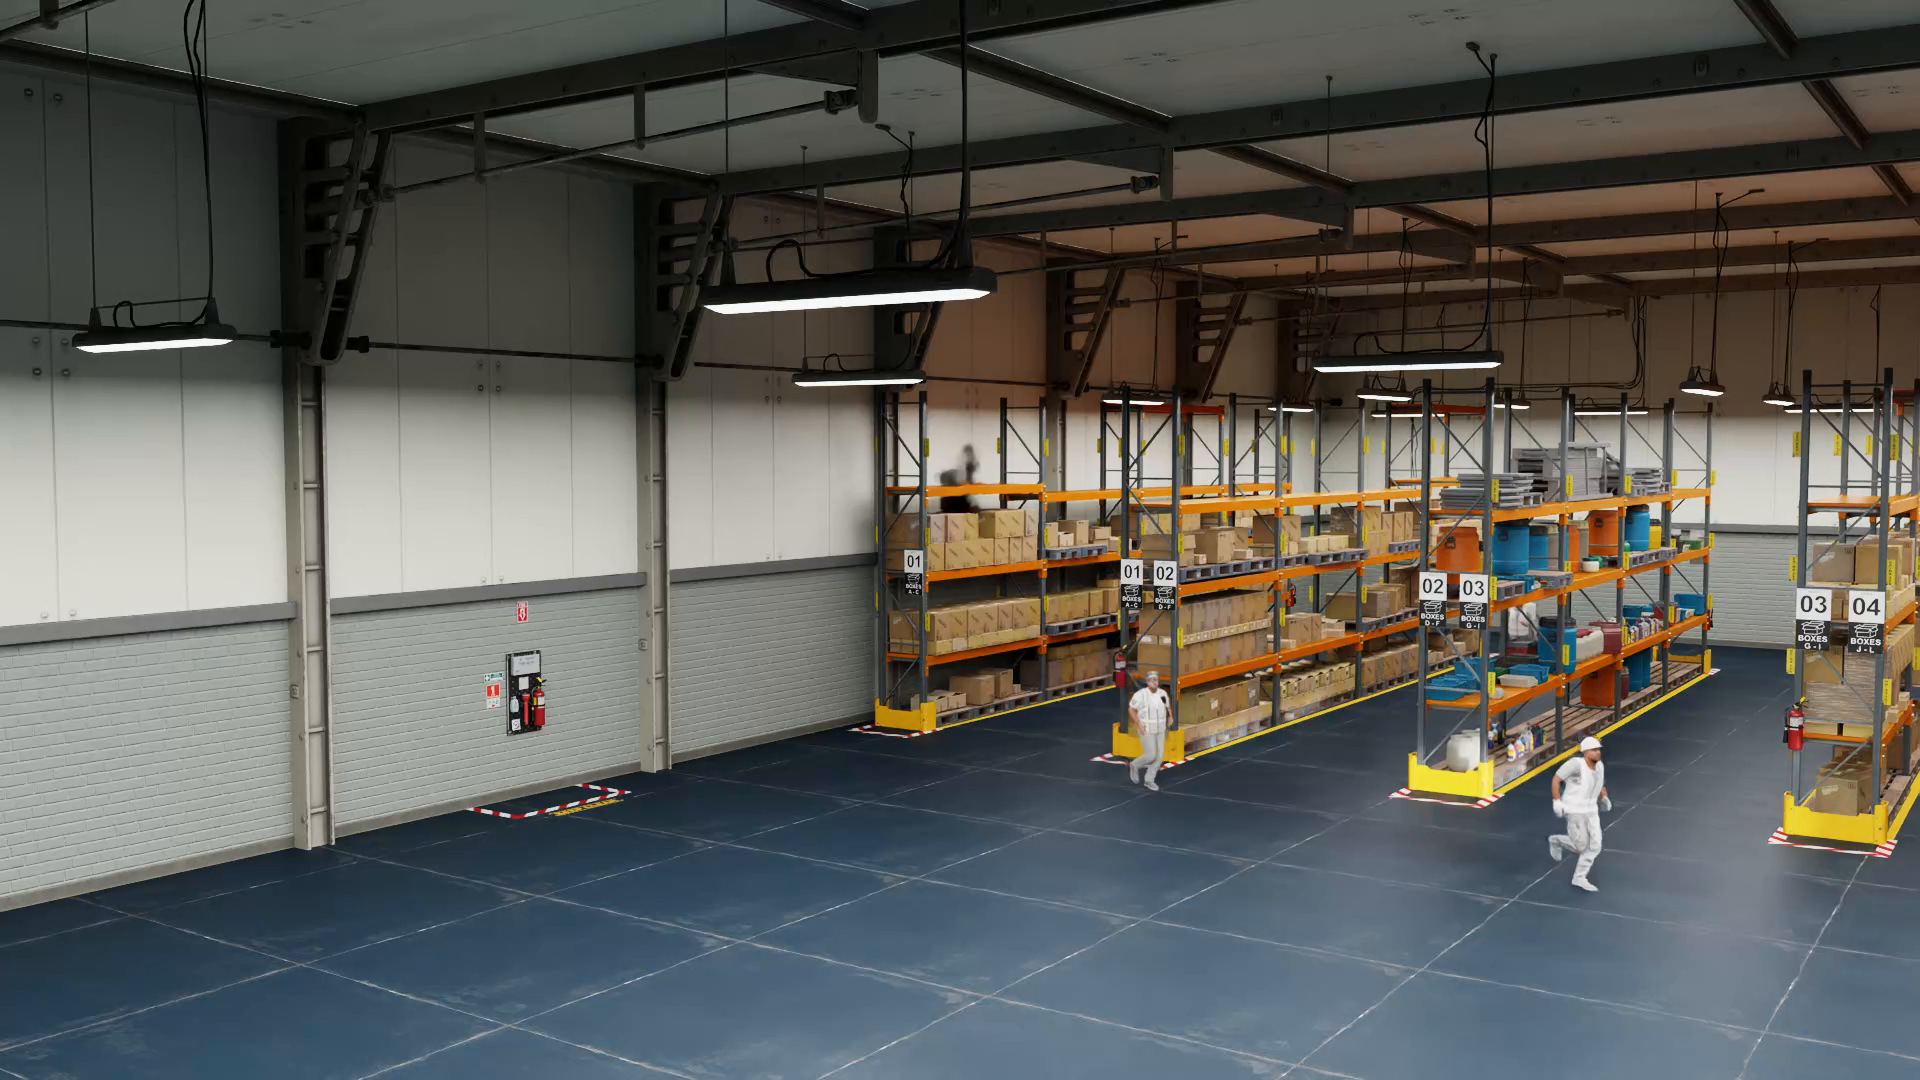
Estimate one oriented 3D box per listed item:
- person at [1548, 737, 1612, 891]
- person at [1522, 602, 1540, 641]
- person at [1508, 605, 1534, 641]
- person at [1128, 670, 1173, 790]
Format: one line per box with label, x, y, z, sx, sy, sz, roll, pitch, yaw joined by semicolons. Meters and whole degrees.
person;7.070;3.098;19.032;0.719;1.736;0.723;-1;3;-25
person;13.492;1.938;39.659;0.733;1.754;0.812;-1;3;-18
person;12.284;2.074;36.579;0.658;1.754;0.914;1;3;22
person;2.833;2.779;24.416;0.650;1.756;0.637;-1;3;-24
